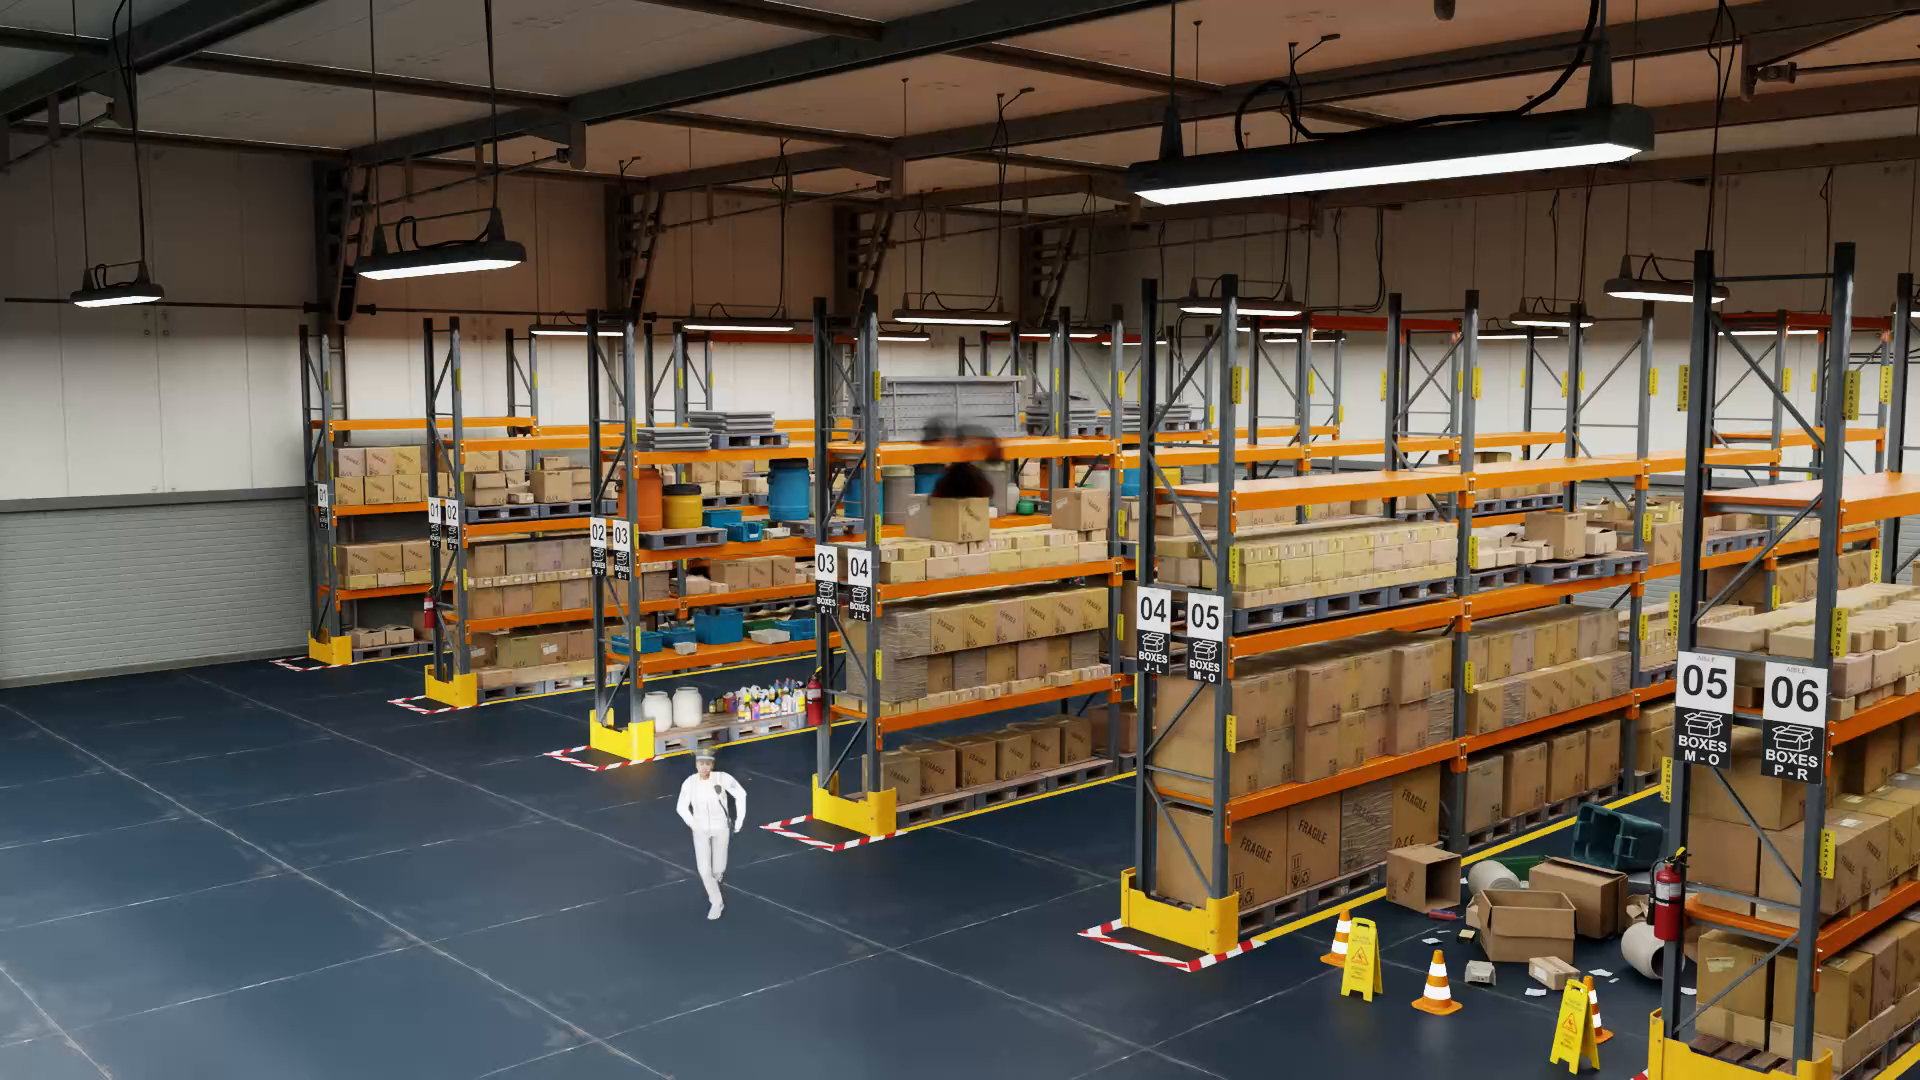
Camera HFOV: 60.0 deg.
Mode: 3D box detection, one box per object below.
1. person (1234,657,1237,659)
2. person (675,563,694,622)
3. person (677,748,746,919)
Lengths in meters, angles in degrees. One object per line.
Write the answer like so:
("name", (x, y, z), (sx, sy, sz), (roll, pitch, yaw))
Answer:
("person", (3.076, 2.179, 18.654), (0.699, 1.759, 0.847), (5, 8, 40))
("person", (-5.109, 1.220, 31.087), (0.539, 1.613, 0.871), (5, 8, 40))
("person", (-2.372, 2.768, 15.885), (0.650, 1.652, 0.627), (0, 6, -4))
